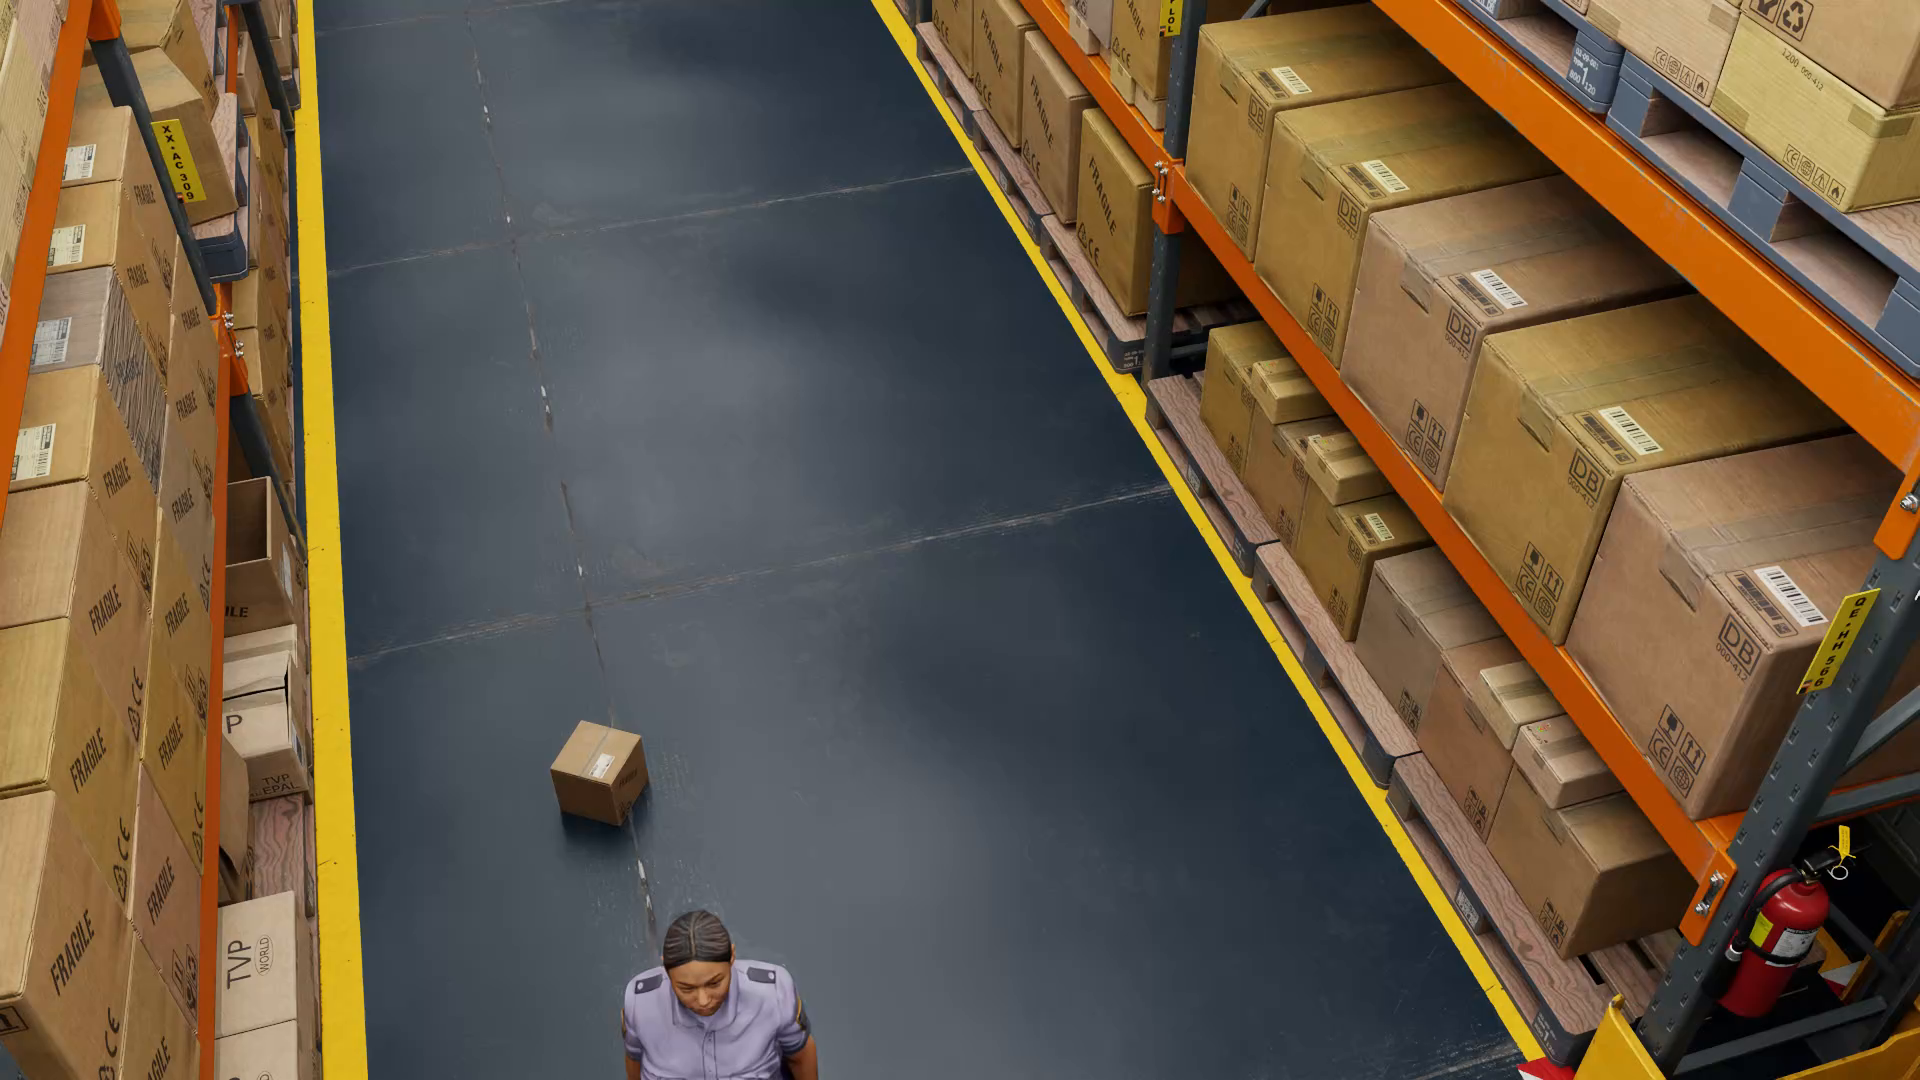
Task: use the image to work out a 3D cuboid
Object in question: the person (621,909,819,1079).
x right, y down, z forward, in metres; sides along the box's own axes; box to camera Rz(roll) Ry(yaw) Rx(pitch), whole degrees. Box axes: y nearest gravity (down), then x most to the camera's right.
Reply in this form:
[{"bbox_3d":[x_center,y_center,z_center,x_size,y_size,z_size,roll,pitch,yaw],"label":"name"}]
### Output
[{"bbox_3d":[-0.619,1.584,4.440,0.513,1.689,0.469,-6,43,-7],"label":"person"}]
